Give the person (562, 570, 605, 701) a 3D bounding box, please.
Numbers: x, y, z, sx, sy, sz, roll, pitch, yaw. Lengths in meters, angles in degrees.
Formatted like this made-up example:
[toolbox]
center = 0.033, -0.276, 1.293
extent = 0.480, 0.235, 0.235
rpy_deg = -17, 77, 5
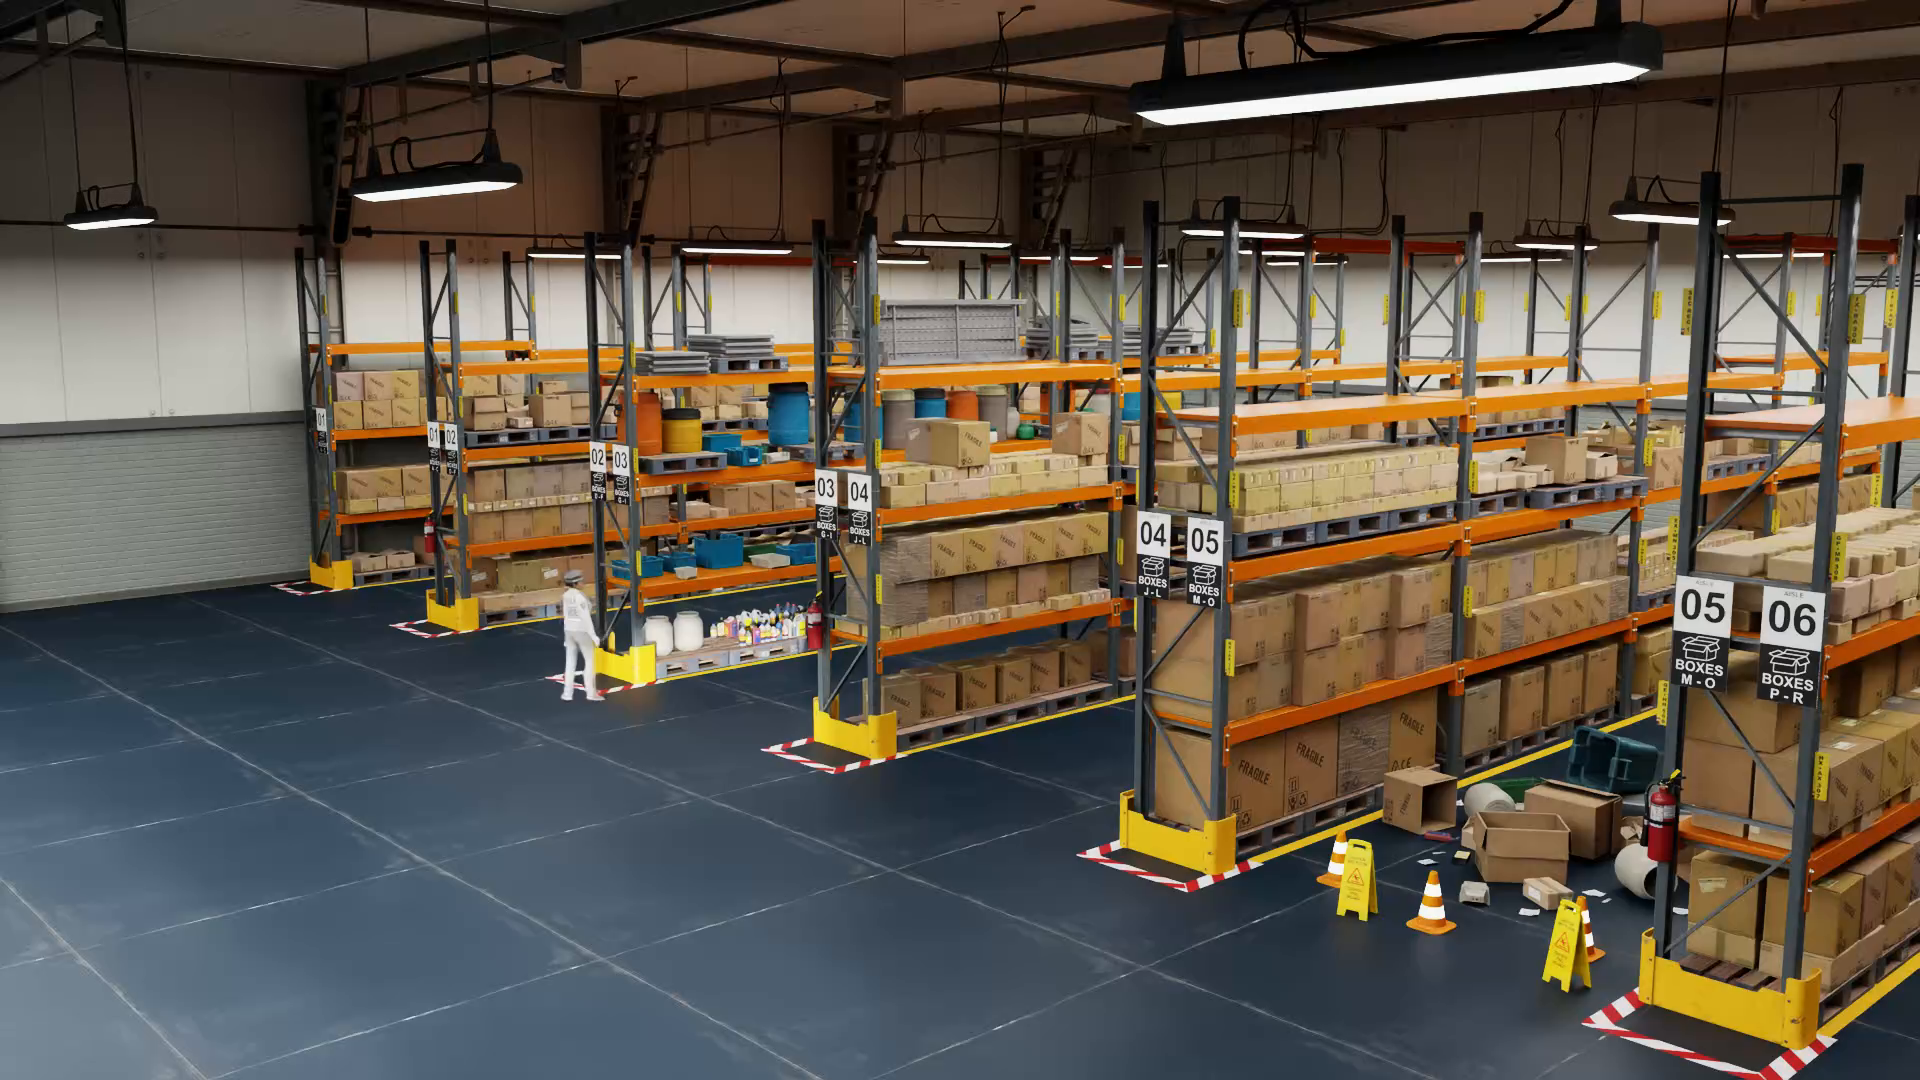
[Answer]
[person]
center = -4.818, 1.231, 21.227
extent = 0.638, 1.695, 0.435
rpy_deg = 6, 11, 37
